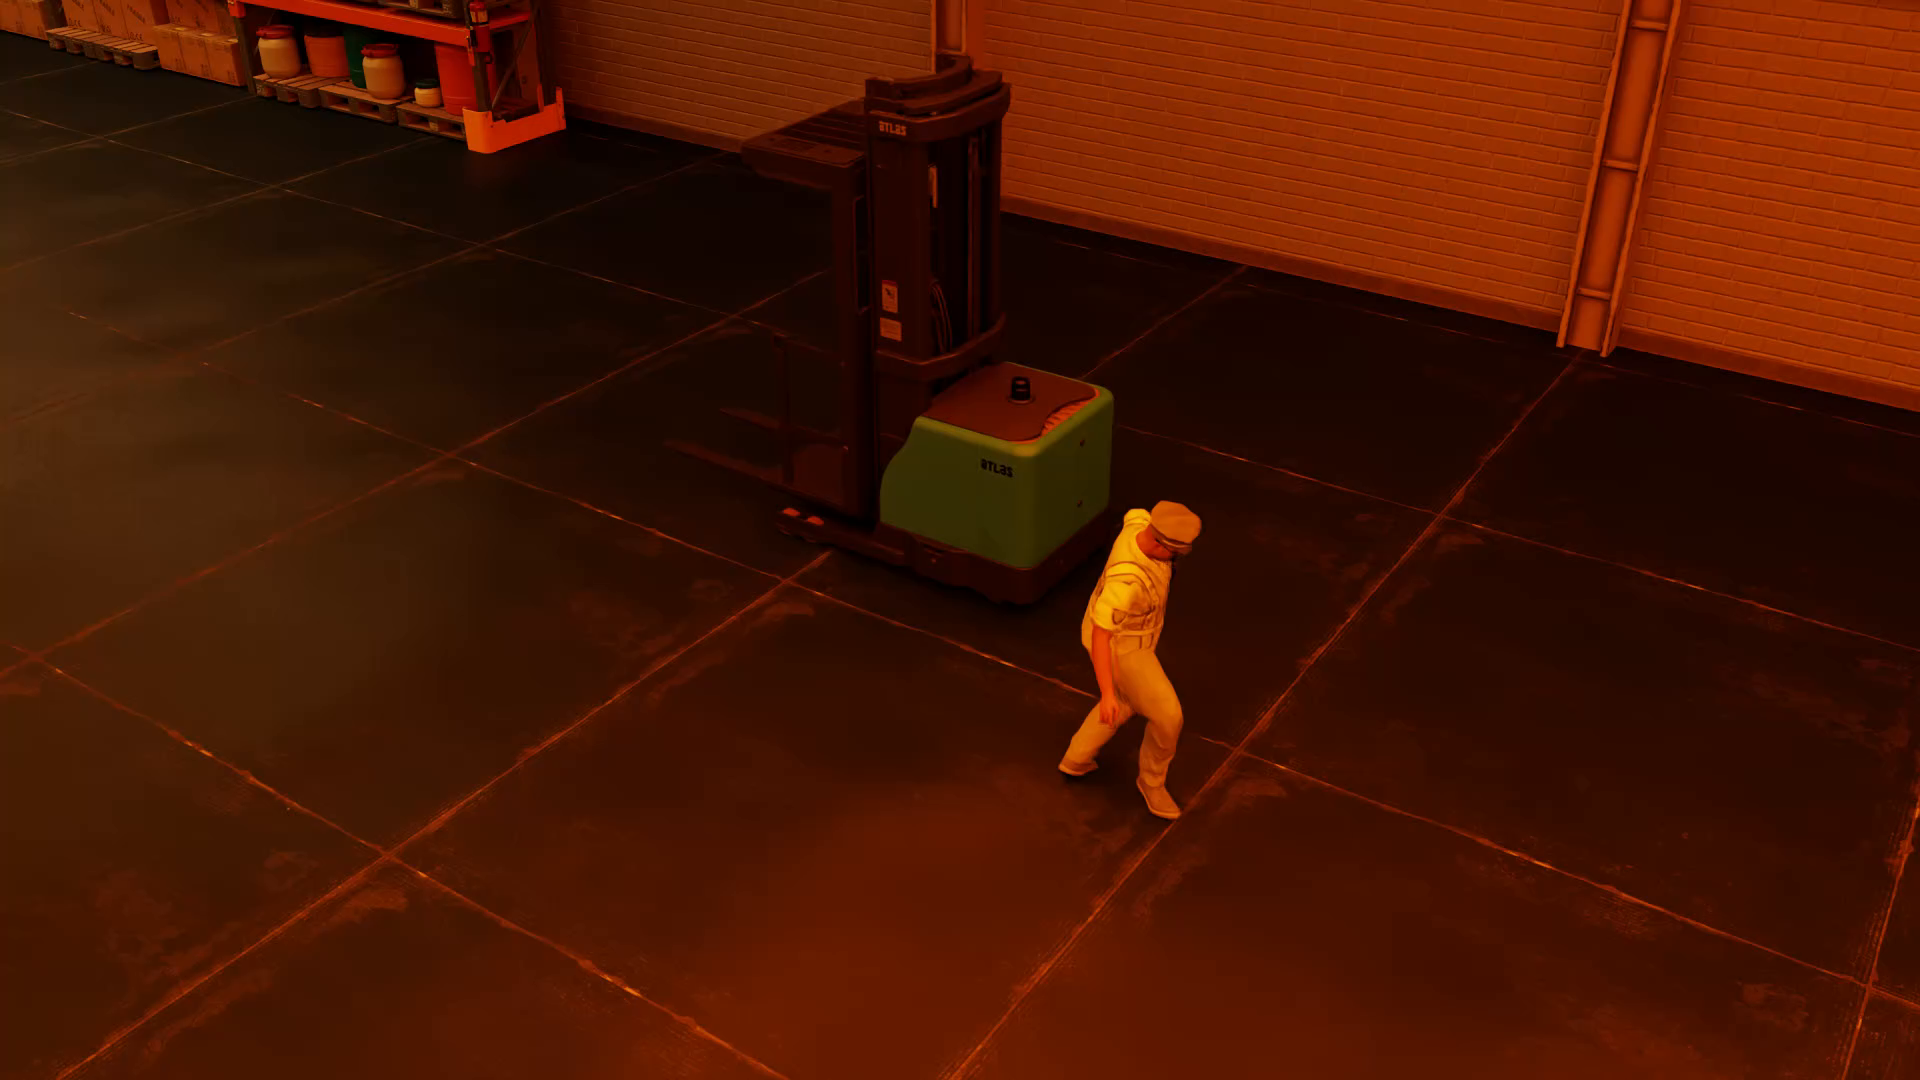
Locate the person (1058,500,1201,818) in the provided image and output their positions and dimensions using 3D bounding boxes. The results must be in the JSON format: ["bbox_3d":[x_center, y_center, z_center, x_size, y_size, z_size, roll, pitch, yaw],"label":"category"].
[{"bbox_3d":[0.838,0.474,8.182,0.623,1.685,1.205,5,30,8],"label":"person"}]

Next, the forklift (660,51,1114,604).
[{"bbox_3d":[-0.576,-1.449,10.076,3.031,2.935,1.130,19,35,29],"label":"forklift"}]
